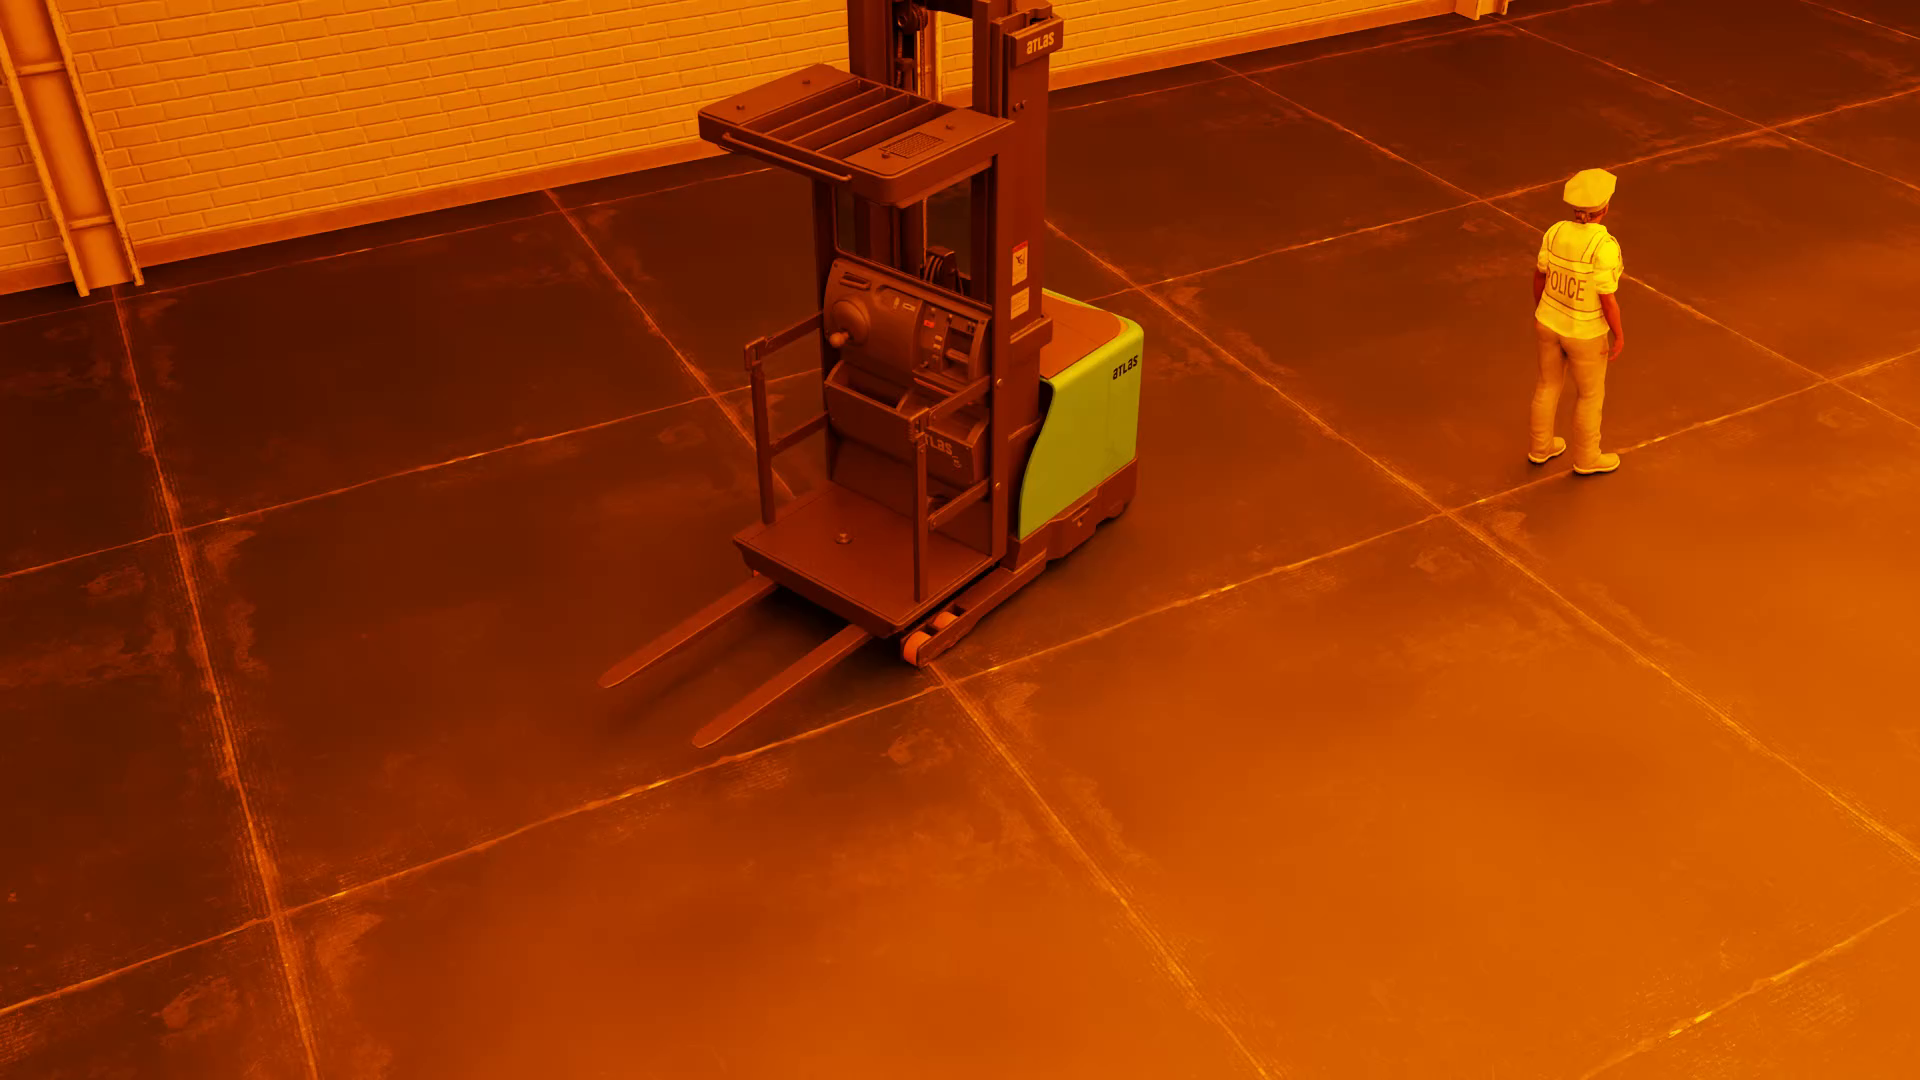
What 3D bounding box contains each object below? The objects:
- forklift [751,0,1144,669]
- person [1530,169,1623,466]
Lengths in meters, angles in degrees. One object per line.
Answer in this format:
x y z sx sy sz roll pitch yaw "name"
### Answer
-0.390 -0.927 7.434 1.130 2.935 3.031 26 43 31 "forklift"
3.246 -1.161 8.766 0.394 1.630 0.512 -22 41 -28 "person"
